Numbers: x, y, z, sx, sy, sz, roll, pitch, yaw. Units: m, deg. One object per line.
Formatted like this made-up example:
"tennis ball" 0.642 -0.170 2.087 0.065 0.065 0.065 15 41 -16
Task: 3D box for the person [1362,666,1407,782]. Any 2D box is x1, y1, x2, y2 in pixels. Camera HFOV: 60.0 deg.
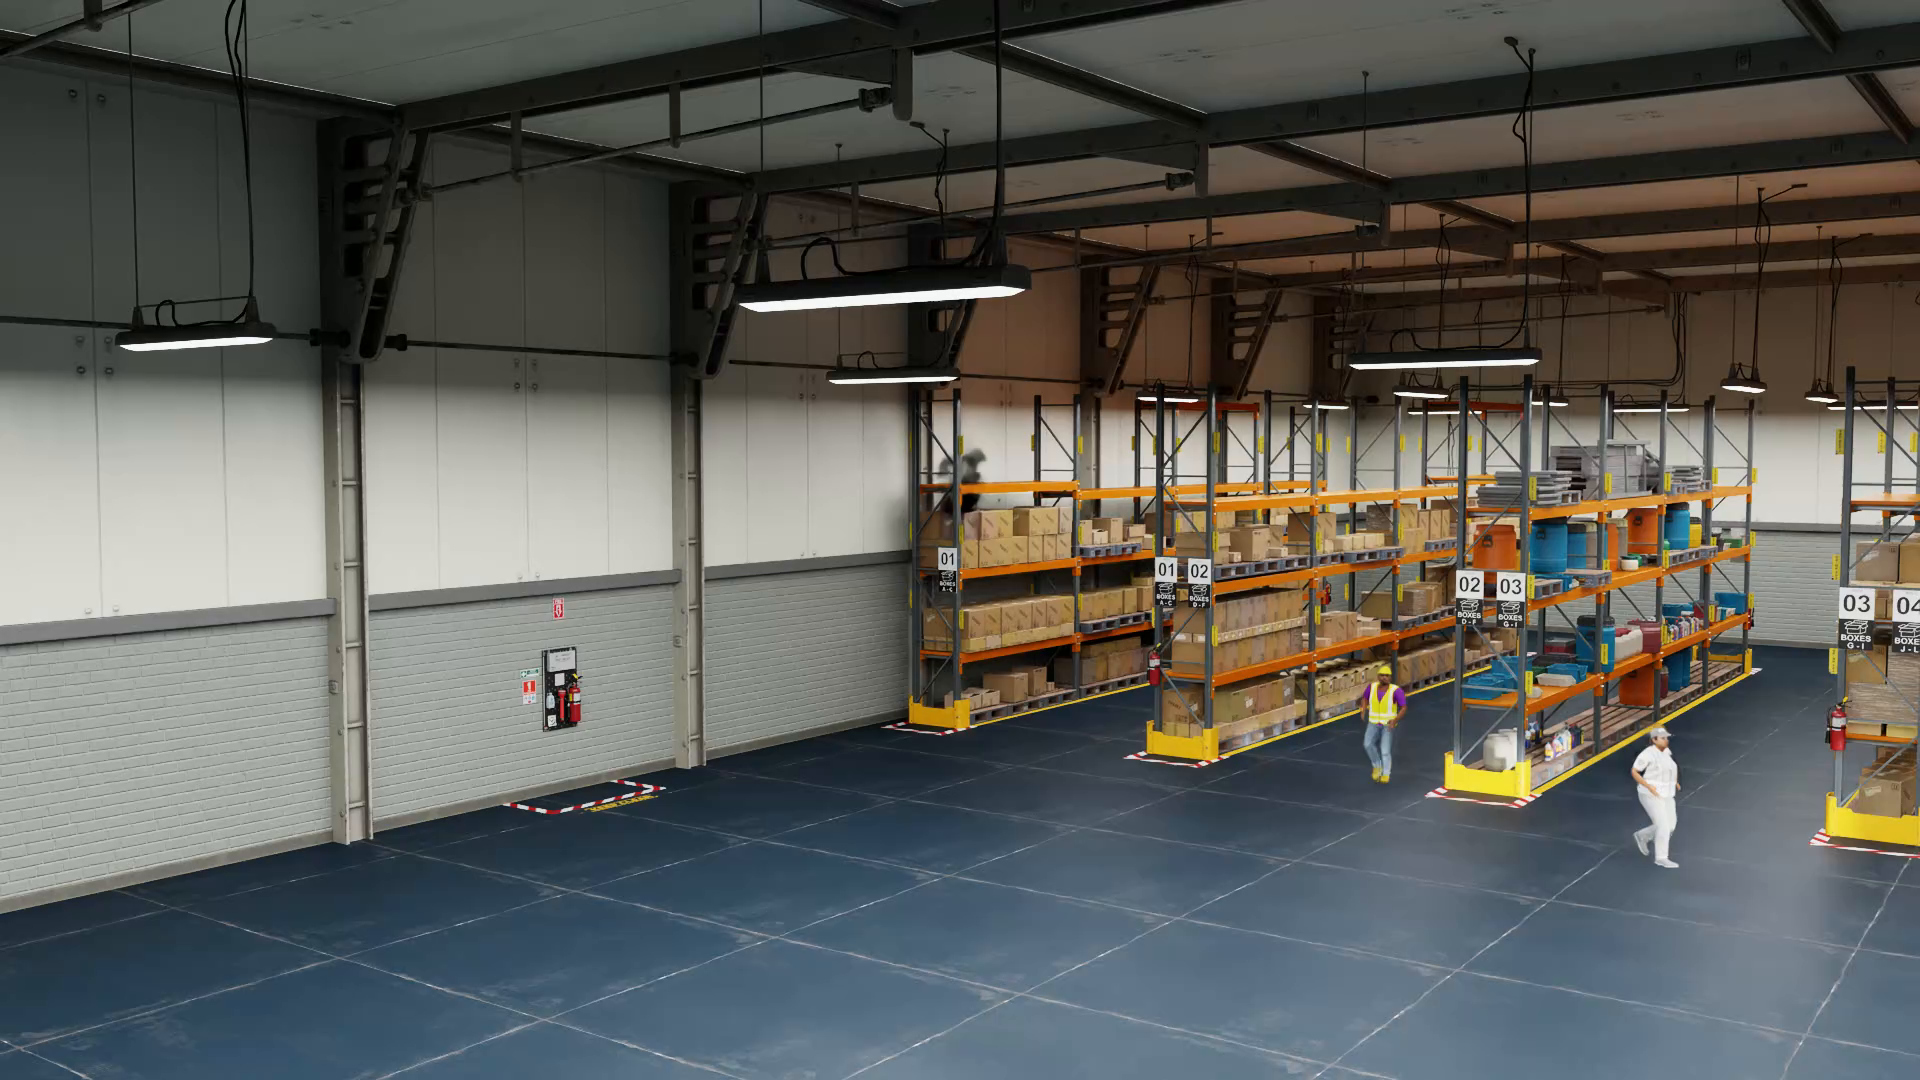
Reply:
"person" 6.237 2.731 24.634 0.724 1.722 0.580 2 4 33

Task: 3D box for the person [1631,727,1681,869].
"person" 8.322 3.051 19.886 0.634 1.638 0.685 -2 4 -29
